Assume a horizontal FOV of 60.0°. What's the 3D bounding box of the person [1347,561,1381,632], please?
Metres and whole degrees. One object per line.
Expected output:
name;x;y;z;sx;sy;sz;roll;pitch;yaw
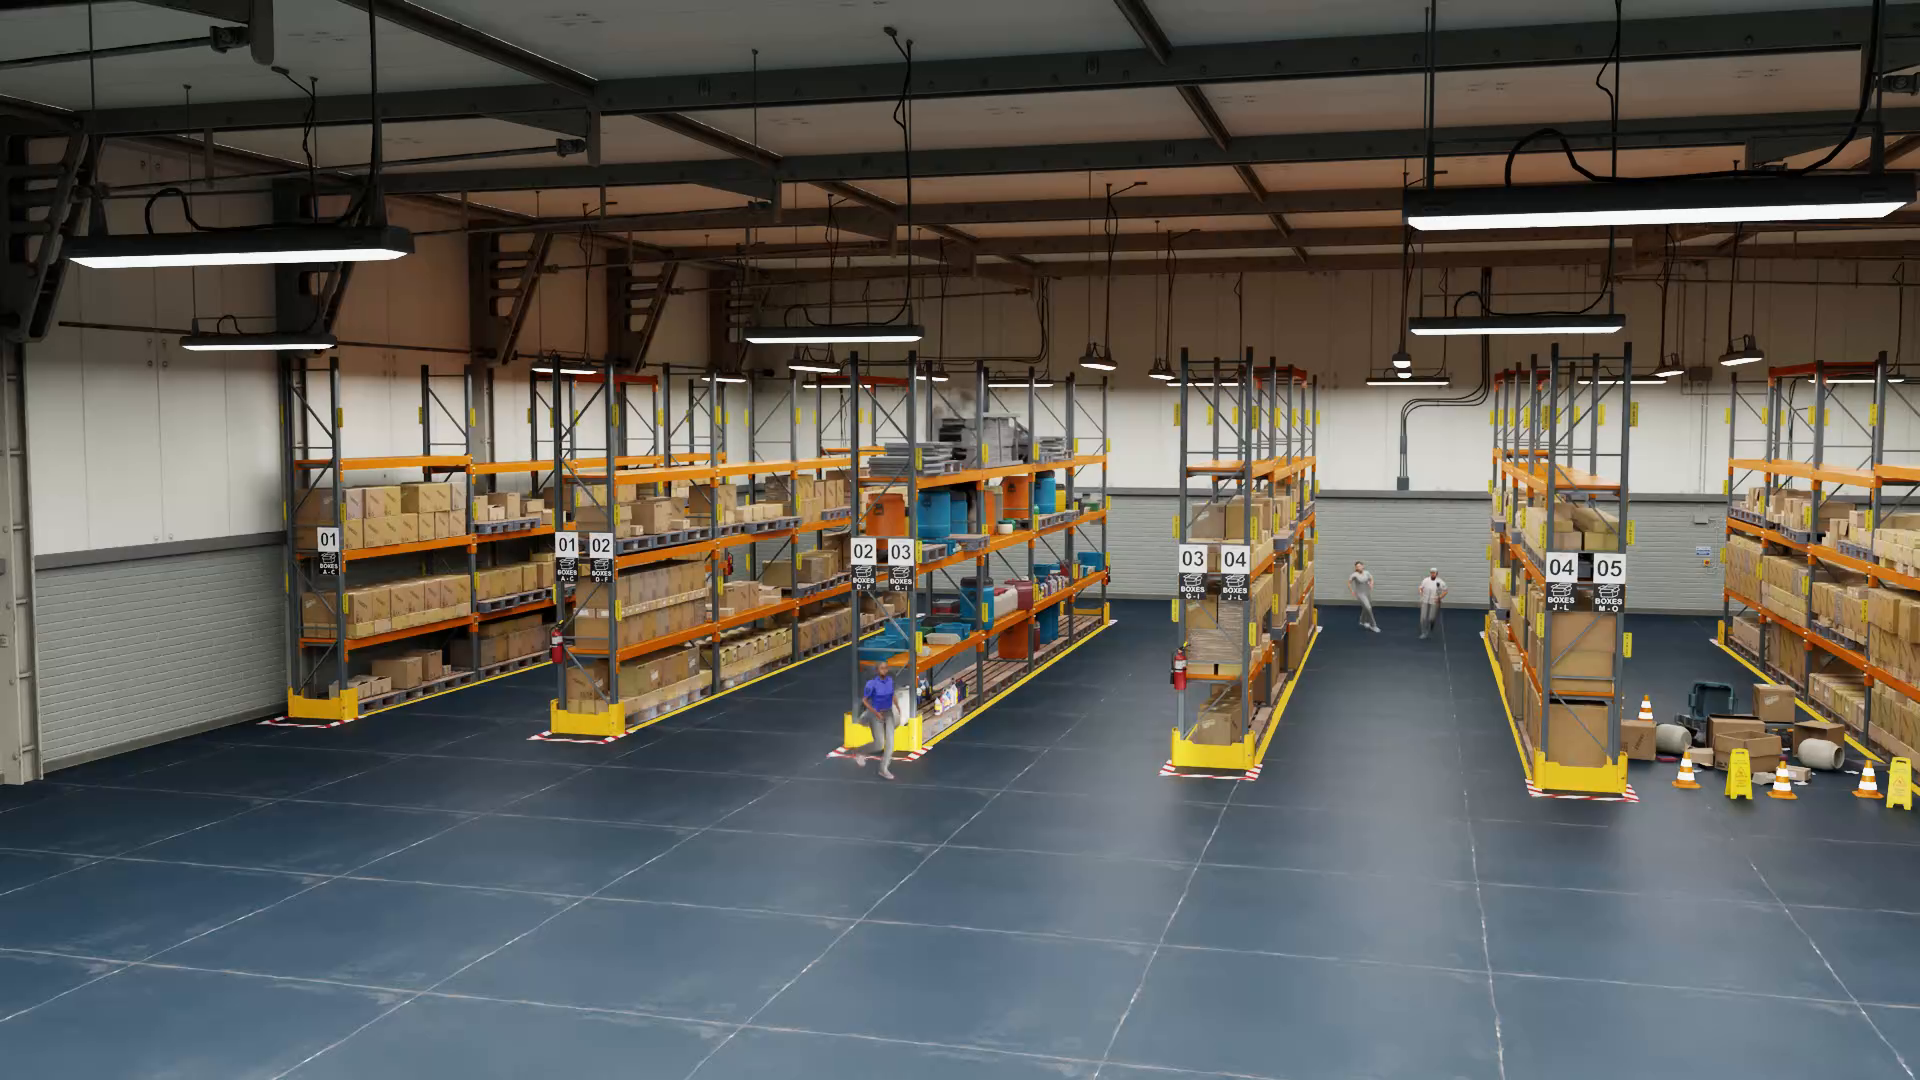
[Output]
person;9.484;1.315;39.100;0.655;1.642;0.855;-1;4;-19

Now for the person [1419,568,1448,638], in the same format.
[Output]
person;10.672;1.434;37.649;0.618;1.615;0.563;2;5;30

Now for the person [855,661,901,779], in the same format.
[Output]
person;-1.126;2.495;23.313;0.581;1.639;0.664;-3;5;-39
